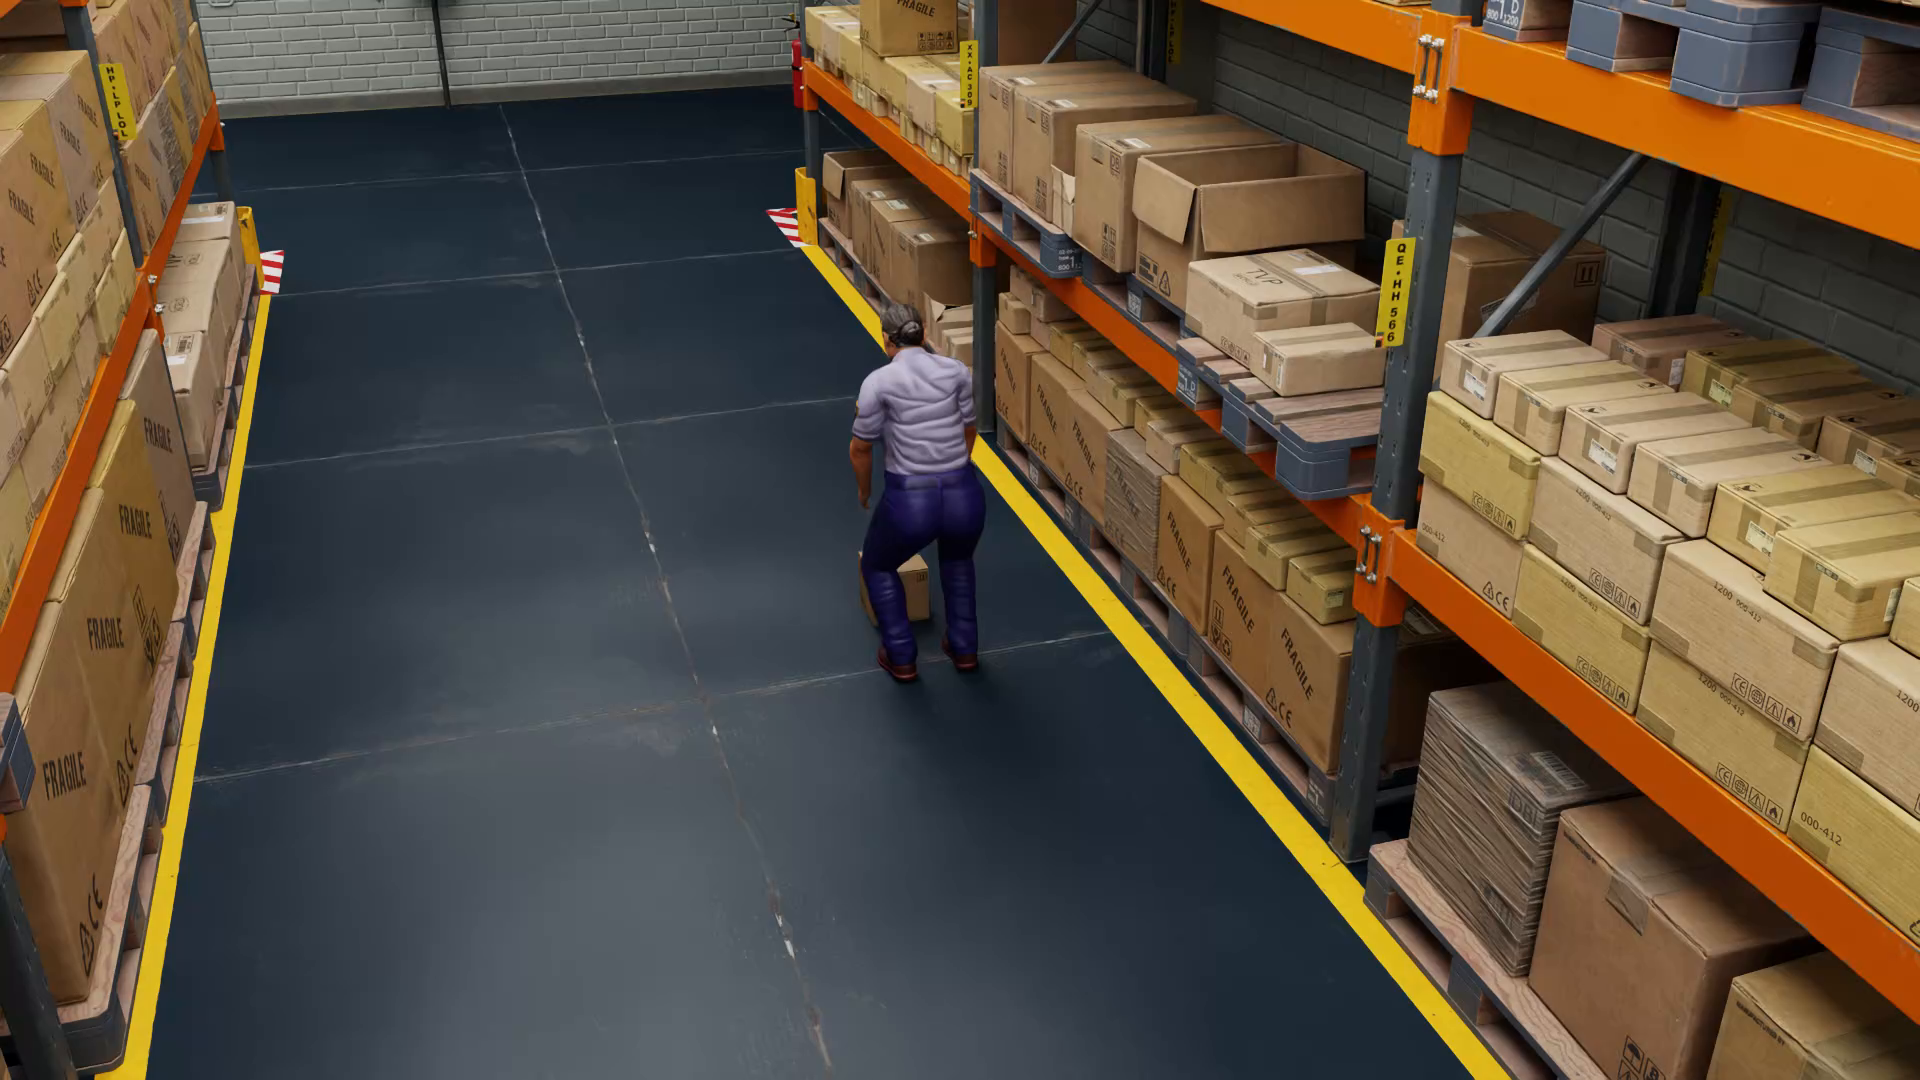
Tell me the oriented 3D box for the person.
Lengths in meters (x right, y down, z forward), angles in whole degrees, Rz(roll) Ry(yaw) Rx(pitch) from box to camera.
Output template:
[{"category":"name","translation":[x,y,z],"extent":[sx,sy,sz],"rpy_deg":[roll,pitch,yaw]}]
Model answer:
[{"category":"person","translation":[-0.189,0.146,6.941],"extent":[0.517,0.763,0.864],"rpy_deg":[-9,28,-17]}]
